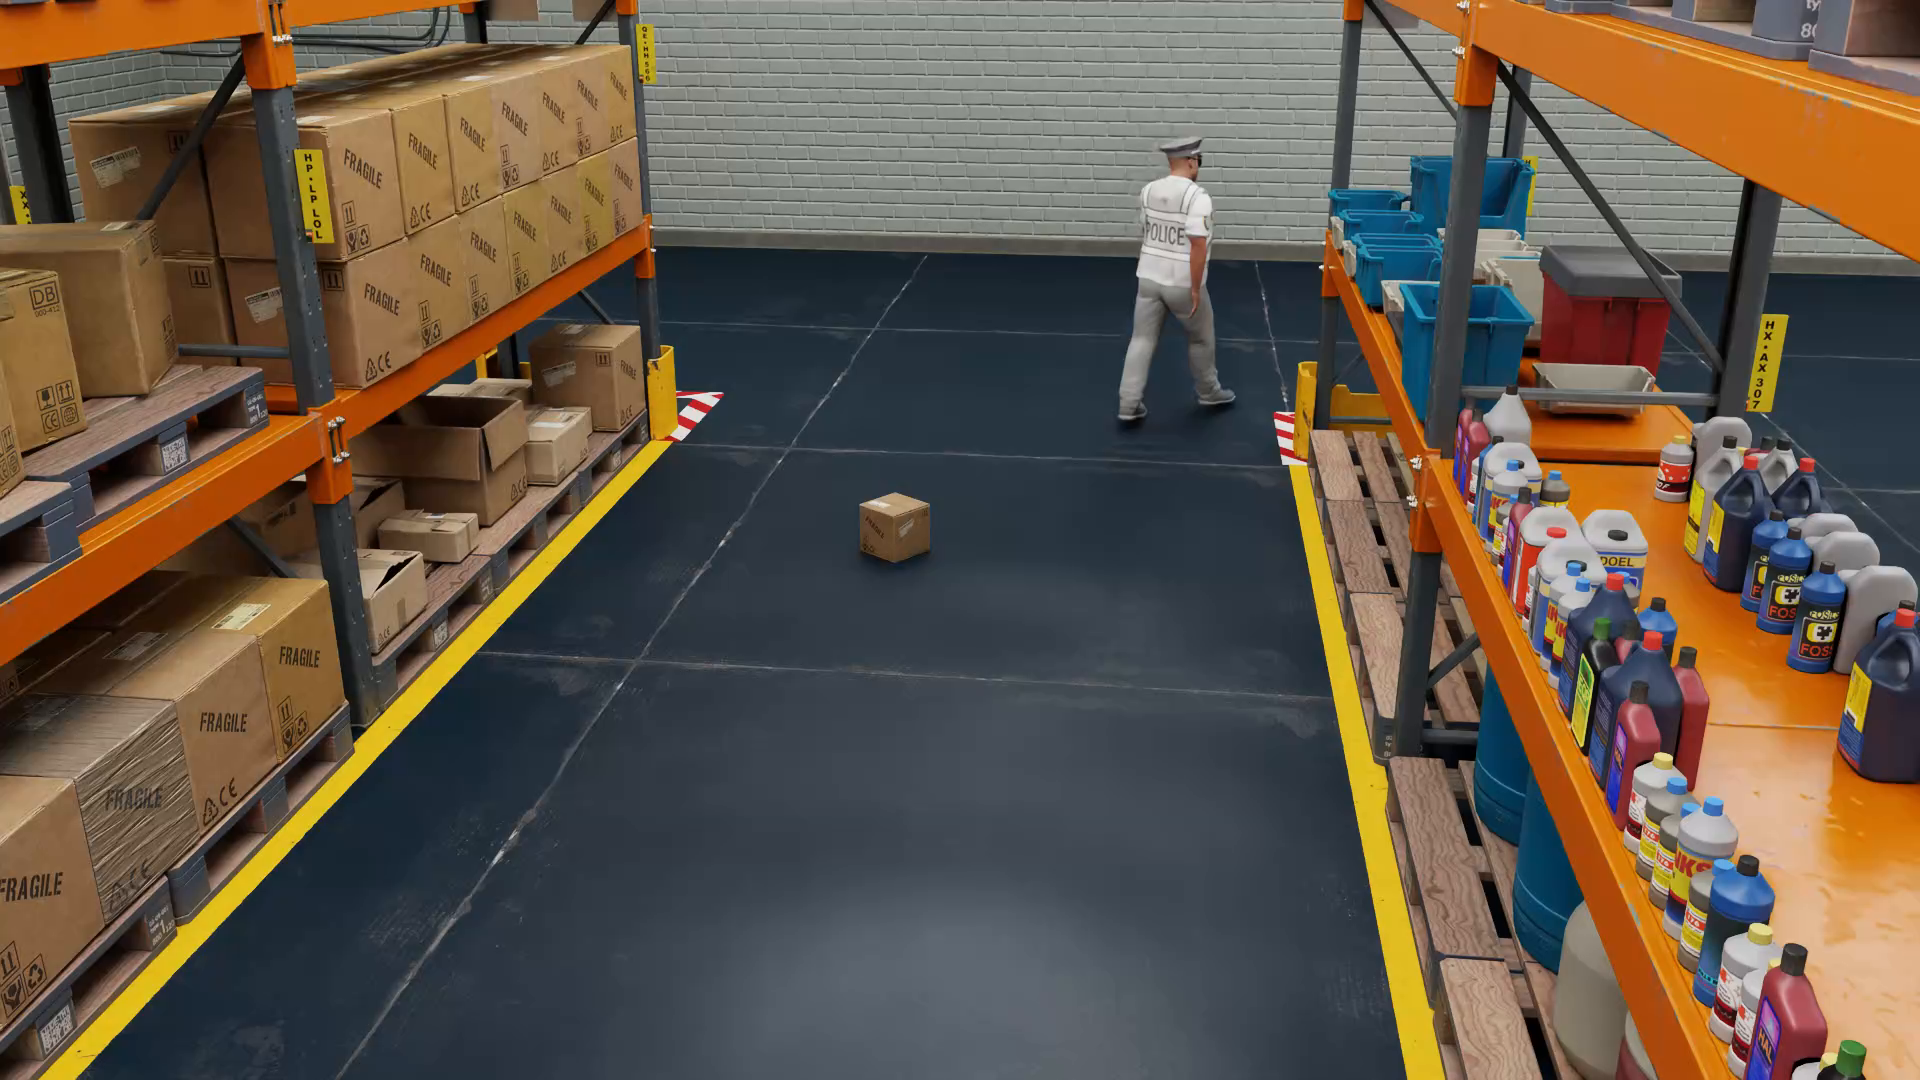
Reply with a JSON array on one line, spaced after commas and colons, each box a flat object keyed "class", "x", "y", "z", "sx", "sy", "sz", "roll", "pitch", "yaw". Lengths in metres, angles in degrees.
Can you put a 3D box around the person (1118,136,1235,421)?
[{"class": "person", "x": 1.356, "y": -1.619, "z": 10.252, "sx": 0.560, "sy": 1.701, "sz": 0.964, "roll": 16, "pitch": 26, "yaw": 36}]
